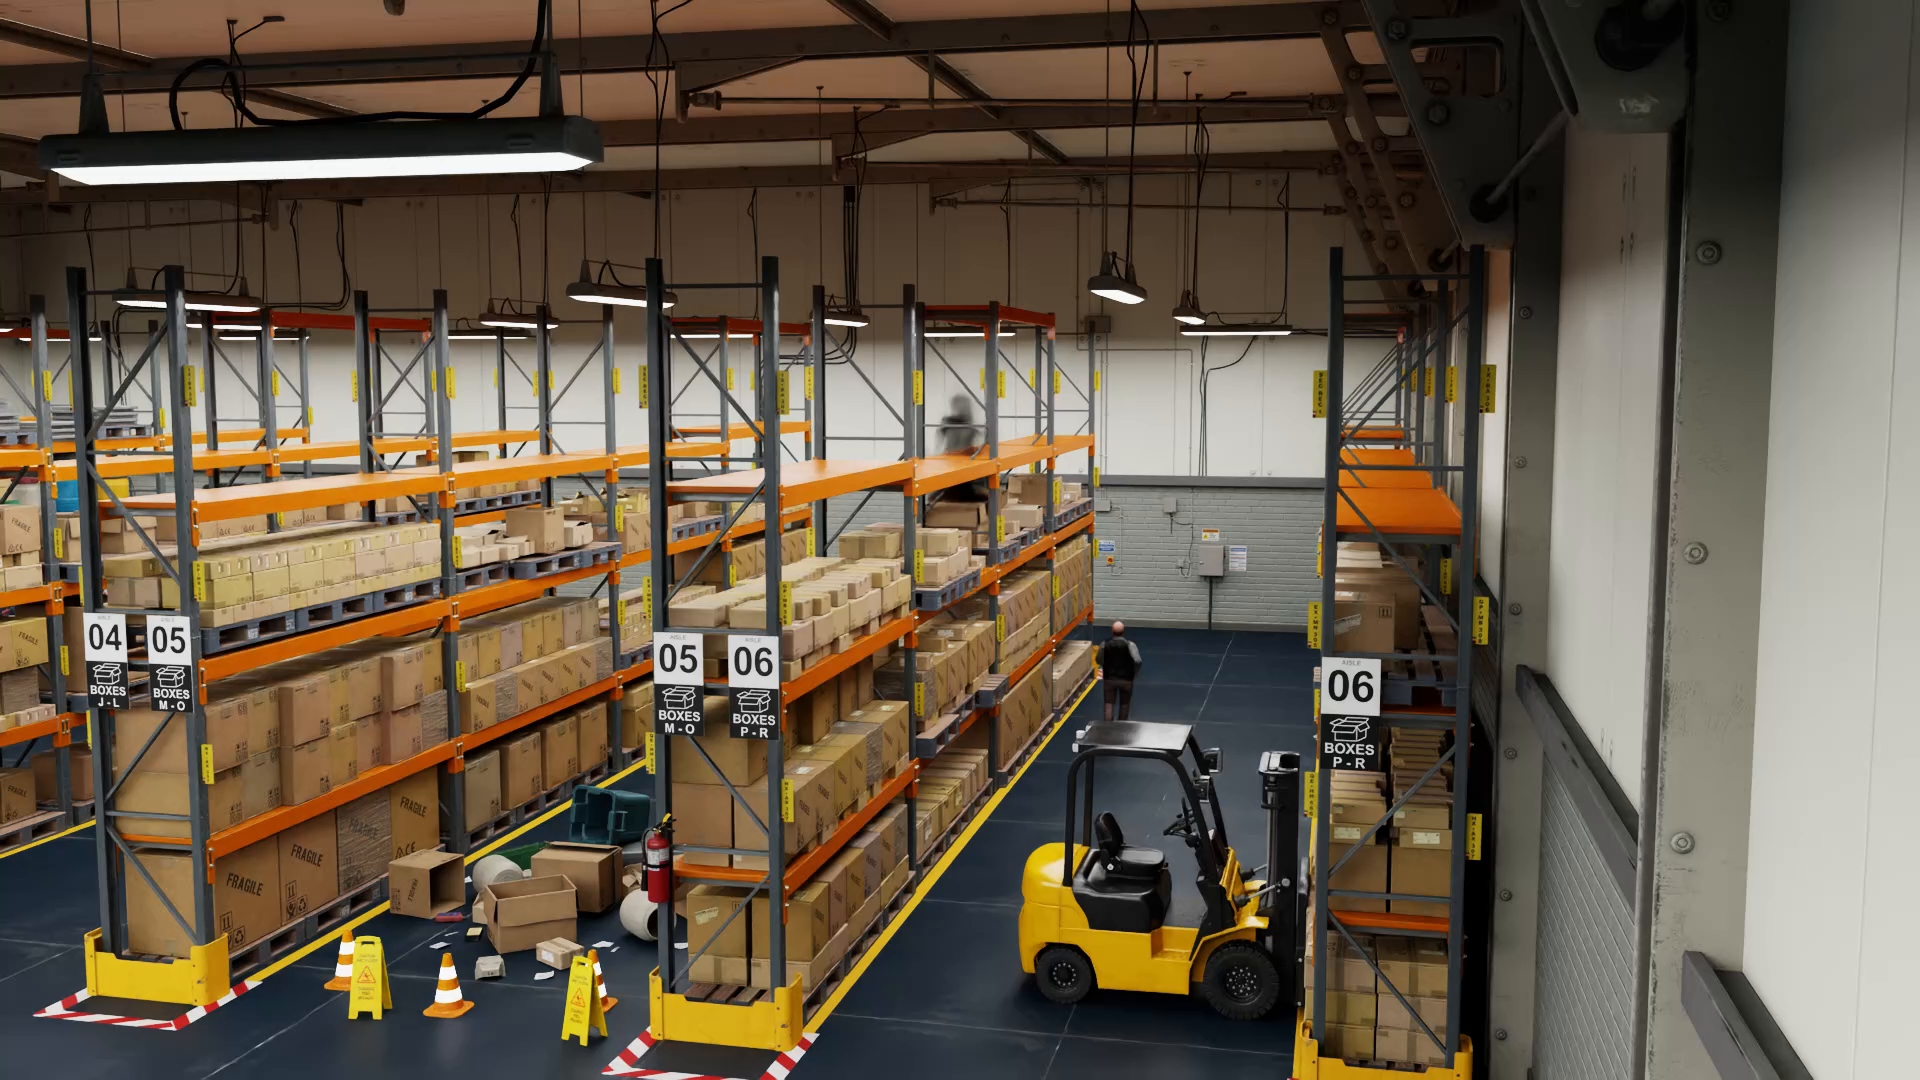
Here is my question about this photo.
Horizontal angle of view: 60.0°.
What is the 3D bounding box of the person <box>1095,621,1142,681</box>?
[{"bbox_3d":[2.240,1.535,23.342,0.668,0.825,0.516,1,6,12],"label":"person"}]
